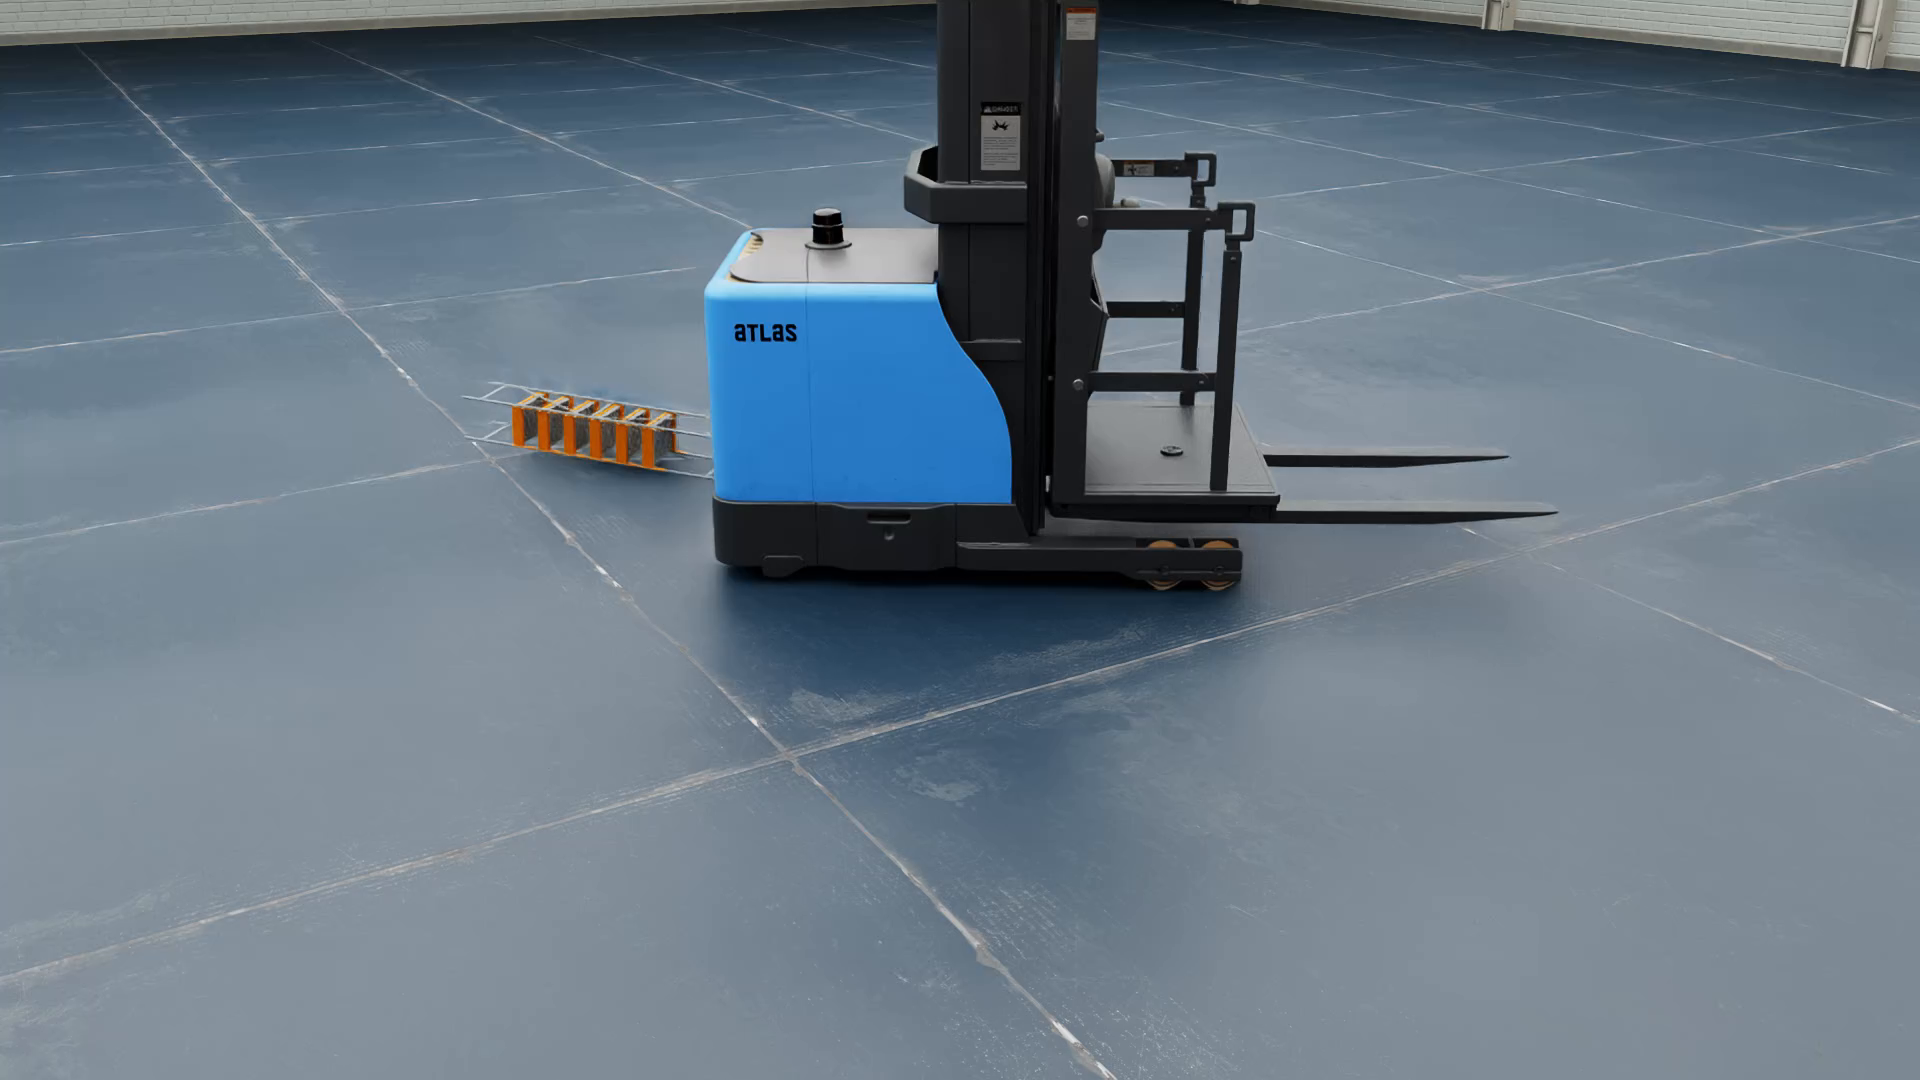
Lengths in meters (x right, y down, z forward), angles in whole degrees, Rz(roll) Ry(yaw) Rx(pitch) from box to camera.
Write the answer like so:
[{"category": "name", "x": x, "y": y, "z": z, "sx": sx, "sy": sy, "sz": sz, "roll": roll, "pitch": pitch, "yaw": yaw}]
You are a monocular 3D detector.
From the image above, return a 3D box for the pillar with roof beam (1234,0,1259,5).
[{"category": "pillar with roof beam", "x": 1.577, "y": -13.205, "z": 26.848, "sx": 9.100, "sy": 9.000, "sz": 0.400, "roll": -13, "pitch": 25, "yaw": -28}]

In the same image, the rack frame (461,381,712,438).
[{"category": "rack frame", "x": -1.518, "y": -0.553, "z": 7.064, "sx": 1.200, "sy": 0.006, "sz": 0.240, "roll": 10, "pitch": 24, "yaw": 13}]

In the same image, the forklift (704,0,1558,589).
[{"category": "forklift", "x": 0.641, "y": -1.387, "z": 5.831, "sx": 3.031, "sy": 2.935, "sz": 1.130, "roll": 0, "pitch": 22, "yaw": 1}]

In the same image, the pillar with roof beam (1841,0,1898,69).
[{"category": "pillar with roof beam", "x": 7.706, "y": -9.320, "z": 17.291, "sx": 9.100, "sy": 9.000, "sz": 0.400, "roll": -13, "pitch": 25, "yaw": -28}]

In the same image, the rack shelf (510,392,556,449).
[{"category": "rack shelf", "x": -1.827, "y": -0.521, "z": 7.170, "sx": 0.103, "sy": 0.180, "sz": 0.258, "roll": 10, "pitch": 24, "yaw": 13}]

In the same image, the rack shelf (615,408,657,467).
[{"category": "rack shelf", "x": -1.365, "y": -0.443, "z": 7.064, "sx": 0.103, "sy": 0.180, "sz": 0.258, "roll": 10, "pitch": 24, "yaw": 13}]

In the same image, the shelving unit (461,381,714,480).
[{"category": "shelving unit", "x": -1.524, "y": -0.470, "z": 7.100, "sx": 1.200, "sy": 0.189, "sz": 0.258, "roll": 10, "pitch": 24, "yaw": 13}]

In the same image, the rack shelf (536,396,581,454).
[{"category": "rack shelf", "x": -1.712, "y": -0.501, "z": 7.143, "sx": 0.103, "sy": 0.180, "sz": 0.258, "roll": 10, "pitch": 24, "yaw": 13}]

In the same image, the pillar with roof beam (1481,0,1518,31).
[{"category": "pillar with roof beam", "x": 4.642, "y": -11.262, "z": 22.069, "sx": 9.100, "sy": 9.000, "sz": 0.400, "roll": -13, "pitch": 25, "yaw": -28}]

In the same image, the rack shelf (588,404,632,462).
[{"category": "rack shelf", "x": -1.481, "y": -0.462, "z": 7.090, "sx": 0.103, "sy": 0.180, "sz": 0.258, "roll": 10, "pitch": 24, "yaw": 13}]

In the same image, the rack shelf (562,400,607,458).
[{"category": "rack shelf", "x": -1.596, "y": -0.482, "z": 7.117, "sx": 0.103, "sy": 0.180, "sz": 0.258, "roll": 10, "pitch": 24, "yaw": 13}]

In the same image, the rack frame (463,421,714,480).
[{"category": "rack frame", "x": -1.530, "y": -0.386, "z": 7.136, "sx": 1.200, "sy": 0.006, "sz": 0.240, "roll": 10, "pitch": 24, "yaw": 13}]

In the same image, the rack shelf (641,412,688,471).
[{"category": "rack shelf", "x": -1.250, "y": -0.423, "z": 7.038, "sx": 0.103, "sy": 0.180, "sz": 0.258, "roll": 10, "pitch": 24, "yaw": 13}]
